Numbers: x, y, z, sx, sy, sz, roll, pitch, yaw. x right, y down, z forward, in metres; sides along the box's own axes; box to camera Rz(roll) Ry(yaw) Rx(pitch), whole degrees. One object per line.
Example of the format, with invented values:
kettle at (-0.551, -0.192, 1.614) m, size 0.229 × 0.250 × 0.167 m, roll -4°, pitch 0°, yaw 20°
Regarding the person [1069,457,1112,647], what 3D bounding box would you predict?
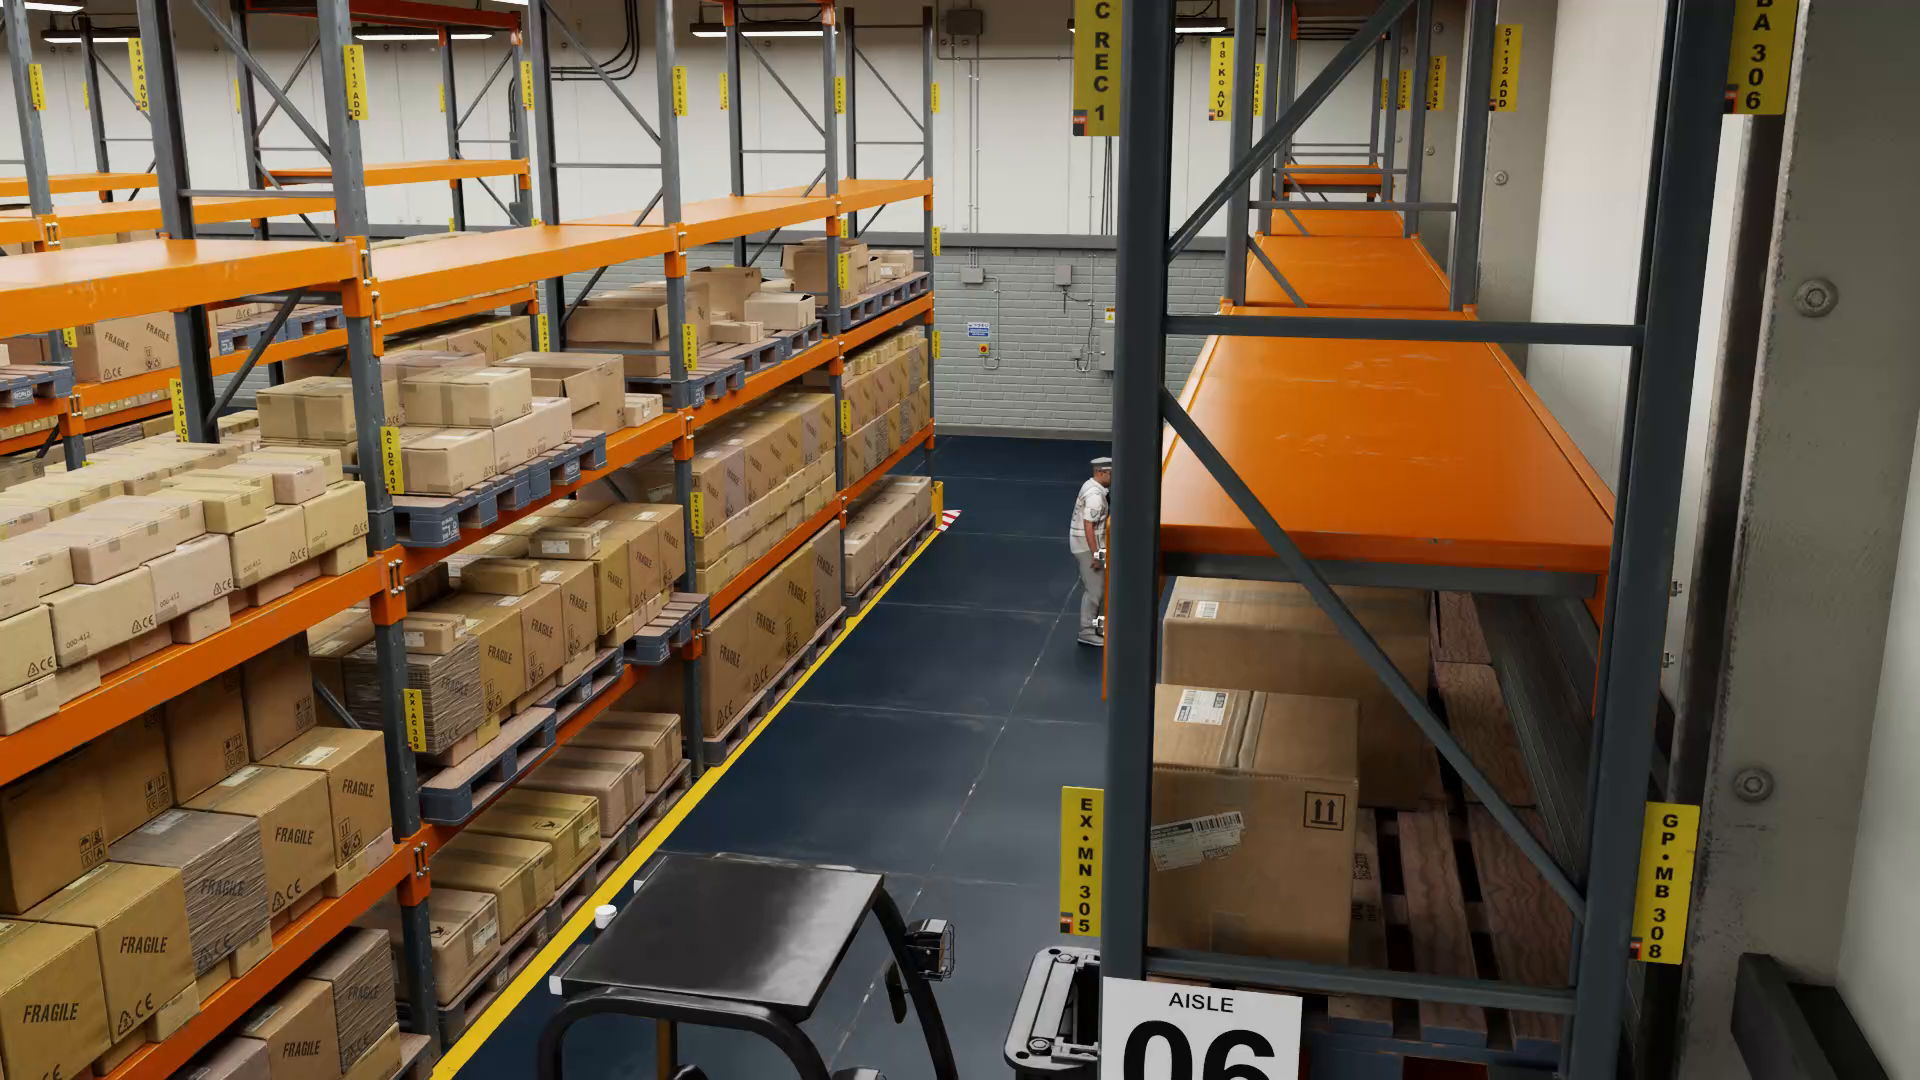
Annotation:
person at (1.253, 0.082, 15.682) m, size 0.439 × 1.747 × 0.604 m, roll 2°, pitch 15°, yaw 8°
